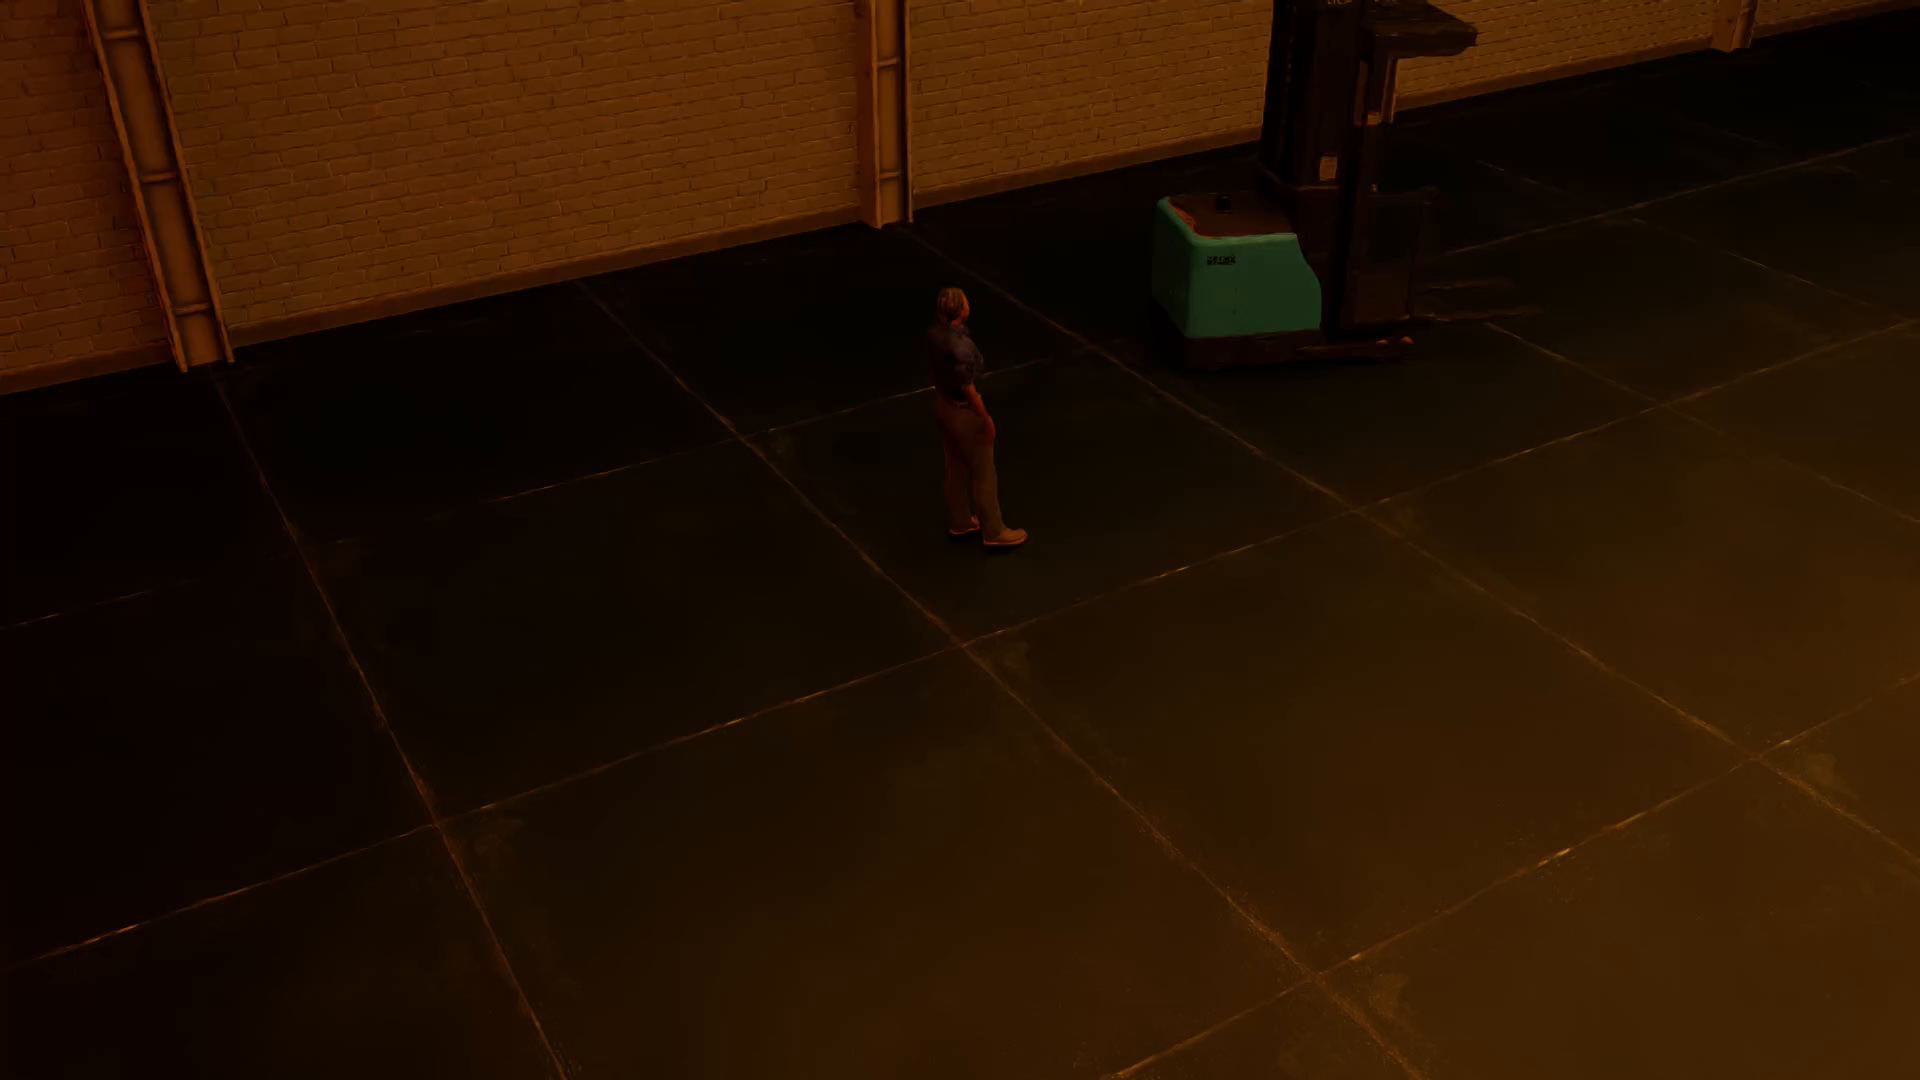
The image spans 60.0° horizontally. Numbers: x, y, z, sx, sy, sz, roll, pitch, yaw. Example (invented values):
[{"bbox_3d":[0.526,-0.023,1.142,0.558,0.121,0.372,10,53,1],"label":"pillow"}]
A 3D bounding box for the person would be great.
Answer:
[{"bbox_3d":[0.085,-0.764,10.075,0.504,1.654,0.570,-17,35,-26],"label":"person"}]

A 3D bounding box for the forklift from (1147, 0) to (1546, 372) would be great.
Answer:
[{"bbox_3d":[3.067,-2.895,12.481,3.031,2.935,1.130,-6,31,-9],"label":"forklift"}]
